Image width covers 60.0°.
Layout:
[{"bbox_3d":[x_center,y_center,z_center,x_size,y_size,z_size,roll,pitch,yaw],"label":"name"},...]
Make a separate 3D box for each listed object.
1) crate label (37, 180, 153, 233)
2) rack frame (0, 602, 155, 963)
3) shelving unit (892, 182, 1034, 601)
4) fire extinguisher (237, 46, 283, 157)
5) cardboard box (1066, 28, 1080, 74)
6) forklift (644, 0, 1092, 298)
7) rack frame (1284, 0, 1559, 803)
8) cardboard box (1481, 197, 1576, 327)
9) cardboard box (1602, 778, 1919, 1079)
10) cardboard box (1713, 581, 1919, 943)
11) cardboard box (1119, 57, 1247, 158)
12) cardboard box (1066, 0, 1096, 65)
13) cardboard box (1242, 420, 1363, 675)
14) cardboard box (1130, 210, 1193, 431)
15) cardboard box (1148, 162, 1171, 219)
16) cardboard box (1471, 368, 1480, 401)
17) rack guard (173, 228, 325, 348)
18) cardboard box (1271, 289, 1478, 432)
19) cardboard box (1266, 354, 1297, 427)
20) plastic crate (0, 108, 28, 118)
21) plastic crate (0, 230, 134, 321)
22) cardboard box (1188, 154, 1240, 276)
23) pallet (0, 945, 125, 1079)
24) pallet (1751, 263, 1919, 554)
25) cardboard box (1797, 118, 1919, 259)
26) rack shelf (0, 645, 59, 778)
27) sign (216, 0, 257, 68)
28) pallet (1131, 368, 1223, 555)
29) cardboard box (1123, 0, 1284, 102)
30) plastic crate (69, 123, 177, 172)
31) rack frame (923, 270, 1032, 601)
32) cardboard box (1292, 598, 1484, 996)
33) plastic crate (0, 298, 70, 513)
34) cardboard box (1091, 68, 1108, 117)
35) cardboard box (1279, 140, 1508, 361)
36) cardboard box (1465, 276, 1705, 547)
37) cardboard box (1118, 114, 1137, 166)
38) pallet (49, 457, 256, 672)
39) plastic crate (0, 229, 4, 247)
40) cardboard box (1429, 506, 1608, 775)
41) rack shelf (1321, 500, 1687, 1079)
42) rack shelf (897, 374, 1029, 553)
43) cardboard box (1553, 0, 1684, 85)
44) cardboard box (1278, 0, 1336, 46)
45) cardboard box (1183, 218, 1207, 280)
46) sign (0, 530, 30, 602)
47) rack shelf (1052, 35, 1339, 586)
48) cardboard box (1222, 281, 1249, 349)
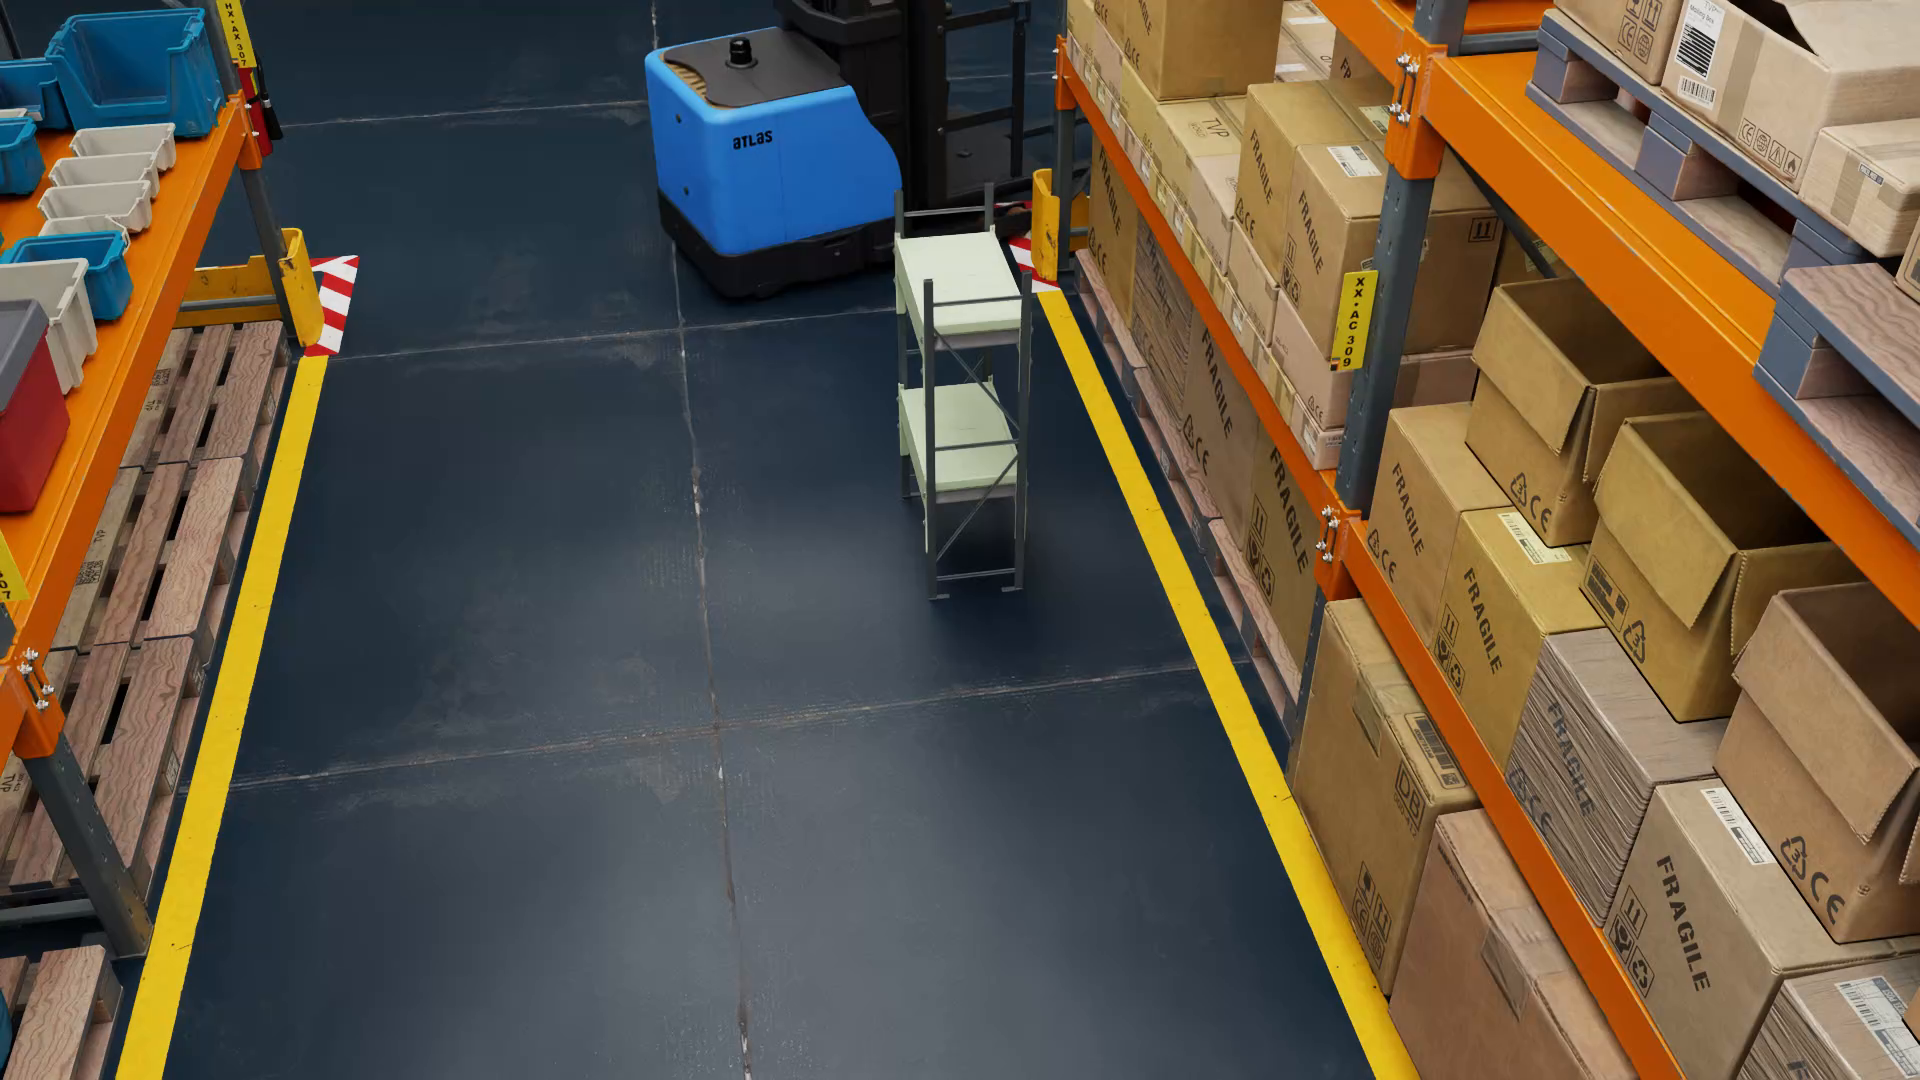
[{"bbox_3d":[-3.452,-1.313,6.661,0.396,0.136,0.243,-6,38,-8],"label":"crate label"},{"bbox_3d":[-3.181,0.208,4.538,1.000,3.000,0.127,-6,38,-8],"label":"rack frame"},{"bbox_3d":[0.001,-0.588,6.785,0.431,1.500,0.755,-6,38,-8],"label":"shelving unit"},{"bbox_3d":[-3.461,-2.171,7.966,0.296,0.674,0.183,-6,38,-8],"label":"fire extinguisher"},{"bbox_3d":[0.731,-2.392,8.089,0.380,0.149,0.250,-6,38,-7],"label":"cardboard box"},{"bbox_3d":[-0.156,-3.089,8.838,3.031,2.935,1.130,-19,42,-22],"label":"forklift"},{"bbox_3d":[1.695,-0.325,5.223,1.000,3.000,0.127,-6,38,-8],"label":"rack frame"},{"bbox_3d":[1.863,-0.996,5.356,0.500,0.500,0.500,-6,38,-8],"label":"cardboard box"},{"bbox_3d":[1.802,0.858,3.620,0.500,0.500,0.500,-6,38,-7],"label":"cardboard box"},{"bbox_3d":[2.048,0.414,3.373,0.797,0.503,0.637,-5,38,-6],"label":"cardboard box"},{"bbox_3d":[0.994,-1.863,7.083,0.500,0.250,0.500,-7,38,-9],"label":"cardboard box"},{"bbox_3d":[0.812,-2.480,7.877,0.500,0.250,0.500,-7,38,-9],"label":"cardboard box"},{"bbox_3d":[1.658,-0.059,6.271,0.875,0.875,0.875,-6,38,-8],"label":"cardboard box"},{"bbox_3d":[1.344,-1.140,7.662,0.875,0.875,0.875,-6,38,-8],"label":"cardboard box"},{"bbox_3d":[1.002,-1.463,6.893,0.380,0.149,0.250,-7,38,-9],"label":"cardboard box"},{"bbox_3d":[1.871,-0.695,5.580,0.500,0.250,0.500,-7,38,-9],"label":"cardboard box"},{"bbox_3d":[-3.899,-1.234,8.431,1.175,0.500,0.348,-6,38,-8],"label":"rack guard"},{"bbox_3d":[1.359,-0.622,5.485,0.500,0.250,0.500,-7,38,-9],"label":"cardboard box"},{"bbox_3d":[1.274,-0.531,5.693,0.380,0.149,0.250,-6,38,-7],"label":"cardboard box"},{"bbox_3d":[-4.189,-1.741,7.212,0.250,0.136,0.298,-6,38,-8],"label":"plastic crate"},{"bbox_3d":[-3.270,-0.953,6.119,0.416,0.233,0.300,-6,38,-8],"label":"plastic crate"},{"bbox_3d":[1.176,-1.242,6.284,0.500,0.250,0.500,-5,38,-7],"label":"cardboard box"},{"bbox_3d":[-3.087,1.779,4.788,1.003,0.211,1.213,-6,38,-8],"label":"pallet"},{"bbox_3d":[2.032,-0.077,2.614,1.003,0.211,1.213,-5,38,-6],"label":"pallet"},{"bbox_3d":[1.808,-0.661,3.073,0.380,0.149,0.250,-8,39,-10],"label":"cardboard box"},{"bbox_3d":[-2.831,1.700,3.203,1.077,0.370,4.000,-6,38,-8],"label":"rack shelf"},{"bbox_3d":[-3.344,-2.342,7.686,0.100,0.325,0.005,-6,38,-8],"label":"sign"},{"bbox_3d":[1.422,-0.430,7.631,1.003,0.211,1.213,-6,38,-8],"label":"pallet"},{"bbox_3d":[0.997,-2.162,6.857,0.500,0.500,0.500,-7,38,-9],"label":"cardboard box"},{"bbox_3d":[-3.561,-1.655,7.101,0.396,0.136,0.243,-6,38,-8],"label":"plastic crate"},{"bbox_3d":[0.065,-0.367,6.500,0.400,1.500,0.023,-6,38,-8],"label":"rack frame"},{"bbox_3d":[1.827,0.733,5.252,1.225,0.875,0.875,-6,38,-8],"label":"cardboard box"},{"bbox_3d":[-3.091,-0.408,5.229,0.402,0.464,0.583,-6,38,-8],"label":"plastic crate"},{"bbox_3d":[0.823,-2.083,7.690,0.380,0.149,0.250,-7,38,-9],"label":"cardboard box"},{"bbox_3d":[1.351,-0.928,5.268,0.500,0.500,0.500,-5,38,-7],"label":"cardboard box"},{"bbox_3d":[1.815,-0.376,4.390,0.797,0.503,0.637,-7,38,-9],"label":"cardboard box"},{"bbox_3d":[0.913,-1.771,7.290,0.380,0.149,0.250,-7,38,-9],"label":"cardboard box"},{"bbox_3d":[-3.566,0.130,6.910,1.003,0.211,1.213,-6,38,-8],"label":"pallet"},{"bbox_3d":[-3.932,-1.186,6.419,0.416,0.233,0.300,-6,38,-8],"label":"plastic crate"},{"bbox_3d":[1.619,0.244,4.410,0.500,0.500,0.500,-6,38,-8],"label":"cardboard box"},{"bbox_3d":[2.046,1.167,3.889,1.077,0.370,4.000,-6,38,-8],"label":"rack shelf"},{"bbox_3d":[0.001,-0.331,6.985,0.431,0.370,0.720,-6,38,-8],"label":"rack shelf"},{"bbox_3d":[1.807,-1.366,3.694,0.700,0.500,0.500,-5,38,-7],"label":"cardboard box"},{"bbox_3d":[1.428,-2.229,7.554,0.500,0.250,0.500,-7,38,-9],"label":"cardboard box"},{"bbox_3d":[1.093,-1.151,6.491,0.380,0.149,0.250,-7,38,-9],"label":"cardboard box"},{"bbox_3d":[-2.639,0.040,4.527,0.100,0.325,0.005,-6,38,-8],"label":"sign"},{"bbox_3d":[1.344,-1.249,6.999,1.077,0.370,4.000,-6,38,-8],"label":"rack shelf"},{"bbox_3d":[1.184,-0.841,6.092,0.380,0.149,0.250,-6,38,-7],"label":"cardboard box"}]
